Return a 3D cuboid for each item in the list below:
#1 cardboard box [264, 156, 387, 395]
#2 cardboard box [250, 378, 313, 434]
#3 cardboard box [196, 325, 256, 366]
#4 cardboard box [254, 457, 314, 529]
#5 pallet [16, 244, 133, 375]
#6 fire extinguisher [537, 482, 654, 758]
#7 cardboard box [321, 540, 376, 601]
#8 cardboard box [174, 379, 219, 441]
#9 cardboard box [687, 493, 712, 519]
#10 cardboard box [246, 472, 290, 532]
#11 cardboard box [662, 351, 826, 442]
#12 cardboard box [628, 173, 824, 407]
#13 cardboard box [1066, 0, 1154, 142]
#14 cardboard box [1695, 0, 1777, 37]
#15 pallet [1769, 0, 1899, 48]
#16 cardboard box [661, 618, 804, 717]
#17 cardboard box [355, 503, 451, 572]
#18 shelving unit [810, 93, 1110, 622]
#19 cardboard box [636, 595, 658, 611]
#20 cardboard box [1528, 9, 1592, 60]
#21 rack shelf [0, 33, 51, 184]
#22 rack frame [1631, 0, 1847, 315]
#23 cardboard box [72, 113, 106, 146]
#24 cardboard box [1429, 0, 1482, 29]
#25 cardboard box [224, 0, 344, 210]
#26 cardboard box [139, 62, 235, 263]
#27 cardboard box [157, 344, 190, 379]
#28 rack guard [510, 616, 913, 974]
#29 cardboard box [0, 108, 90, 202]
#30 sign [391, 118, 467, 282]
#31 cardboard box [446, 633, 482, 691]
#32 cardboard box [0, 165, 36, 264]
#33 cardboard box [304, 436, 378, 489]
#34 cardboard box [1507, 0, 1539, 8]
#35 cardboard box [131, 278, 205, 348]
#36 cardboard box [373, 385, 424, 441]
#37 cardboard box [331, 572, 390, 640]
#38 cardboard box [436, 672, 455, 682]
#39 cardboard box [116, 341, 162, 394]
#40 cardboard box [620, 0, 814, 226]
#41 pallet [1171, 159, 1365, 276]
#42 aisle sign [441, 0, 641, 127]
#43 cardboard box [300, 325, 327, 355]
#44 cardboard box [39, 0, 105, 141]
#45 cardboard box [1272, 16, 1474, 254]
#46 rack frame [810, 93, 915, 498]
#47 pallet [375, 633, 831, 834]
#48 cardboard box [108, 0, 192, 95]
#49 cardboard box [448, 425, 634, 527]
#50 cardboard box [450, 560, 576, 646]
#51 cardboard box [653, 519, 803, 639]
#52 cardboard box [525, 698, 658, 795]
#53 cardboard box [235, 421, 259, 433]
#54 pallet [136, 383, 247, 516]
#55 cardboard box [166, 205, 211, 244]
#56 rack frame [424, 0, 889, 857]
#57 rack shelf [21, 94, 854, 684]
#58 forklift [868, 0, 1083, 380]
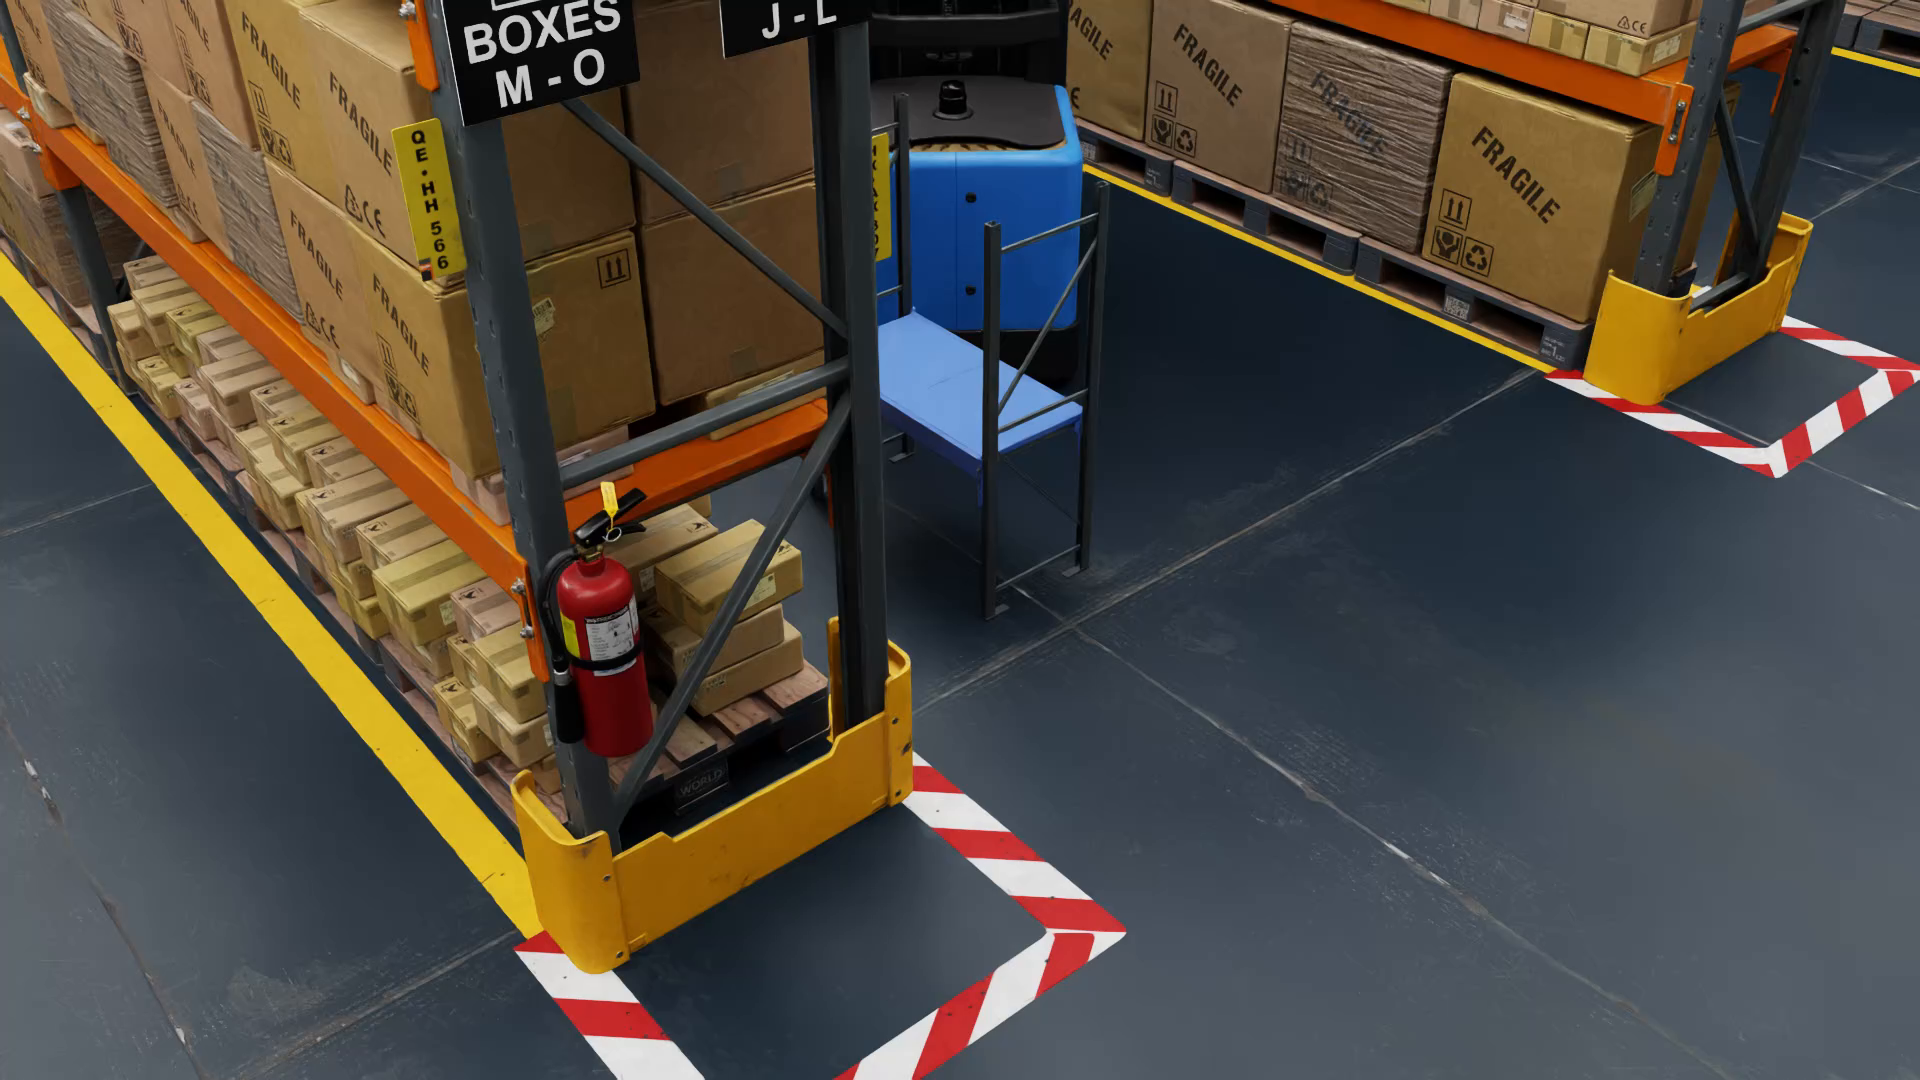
[{"bbox_3d":[-1.441,-0.770,4.398,0.500,0.500,0.500,-27,43,-32],"label":"cardboard box"},{"bbox_3d":[-2.284,-0.488,5.932,0.380,0.149,0.250,-28,44,-34],"label":"cardboard box"},{"bbox_3d":[-2.624,-0.720,6.260,0.380,0.149,0.250,-27,43,-33],"label":"cardboard box"},{"bbox_3d":[-2.216,-0.216,5.805,0.380,0.149,0.250,-26,43,-31],"label":"cardboard box"},{"bbox_3d":[-3.711,-1.247,7.829,1.003,0.211,1.213,-26,43,-32],"label":"pallet"},{"bbox_3d":[-0.816,0.191,3.775,0.296,0.674,0.183,-26,43,-32],"label":"fire extinguisher"},{"bbox_3d":[-1.865,0.015,5.479,0.380,0.149,0.250,-25,42,-31],"label":"cardboard box"},{"bbox_3d":[-2.846,-0.562,6.551,0.380,0.149,0.250,-26,43,-32],"label":"cardboard box"},{"bbox_3d":[-1.039,-0.121,5.414,0.380,0.149,0.250,-26,43,-32],"label":"cardboard box"},{"bbox_3d":[-2.350,-0.212,6.057,0.380,0.149,0.250,-27,44,-33],"label":"cardboard box"},{"bbox_3d":[-0.585,-0.439,4.492,0.380,0.149,0.250,-26,43,-32],"label":"cardboard box"},{"bbox_3d":[-0.705,-0.740,4.355,0.500,0.500,0.500,-24,42,-30],"label":"cardboard box"},{"bbox_3d":[1.012,-2.830,9.126,0.875,0.875,0.875,-26,43,-32],"label":"cardboard box"},{"bbox_3d":[3.251,-2.259,7.061,0.380,0.149,0.250,-25,43,-31],"label":"cardboard box"},{"bbox_3d":[5.726,-3.708,11.303,1.003,0.211,1.213,-26,43,-32],"label":"pallet"},{"bbox_3d":[-0.720,0.365,5.242,0.380,0.149,0.250,-25,42,-31],"label":"cardboard box"},{"bbox_3d":[-1.662,-0.003,5.248,0.380,0.149,0.250,-28,44,-33],"label":"cardboard box"},{"bbox_3d":[-0.055,-0.650,5.870,0.538,1.500,1.048,-26,43,-32],"label":"shelving unit"},{"bbox_3d":[-0.902,0.126,5.323,0.380,0.149,0.250,-26,43,-32],"label":"cardboard box"},{"bbox_3d":[2.578,-2.127,6.876,0.380,0.149,0.250,-26,43,-31],"label":"cardboard box"},{"bbox_3d":[-4.498,-2.632,7.993,1.077,0.370,4.000,-26,43,-32],"label":"rack shelf"},{"bbox_3d":[3.228,-2.081,6.594,1.000,3.000,0.127,-26,43,-32],"label":"rack frame"},{"bbox_3d":[-3.051,-1.606,6.140,0.380,0.149,0.250,-25,42,-31],"label":"cardboard box"},{"bbox_3d":[2.255,-2.350,7.190,0.380,0.149,0.250,-25,42,-31],"label":"cardboard box"},{"bbox_3d":[-1.438,-1.179,4.111,0.500,0.500,0.500,-28,44,-33],"label":"cardboard box"},{"bbox_3d":[-2.090,-1.214,5.025,0.500,0.500,0.500,-24,42,-30],"label":"cardboard box"},{"bbox_3d":[-2.986,-0.814,6.650,0.380,0.149,0.250,-26,43,-31],"label":"cardboard box"},{"bbox_3d":[-0.675,0.710,4.814,1.175,0.500,0.348,-26,43,-32],"label":"rack guard"},{"bbox_3d":[-3.881,-1.734,7.254,0.500,0.250,0.500,-27,44,-33],"label":"cardboard box"},{"bbox_3d":[-1.063,-0.679,3.339,0.100,0.325,0.005,-26,43,-32],"label":"sign"},{"bbox_3d":[-1.312,0.333,5.031,0.380,0.149,0.250,-27,43,-33],"label":"cardboard box"},{"bbox_3d":[-4.208,-1.653,7.788,0.500,0.500,0.500,-27,43,-33],"label":"cardboard box"},{"bbox_3d":[-1.964,-0.259,5.609,0.380,0.149,0.250,-28,44,-33],"label":"cardboard box"},{"bbox_3d":[2.386,-2.481,7.030,0.500,0.250,0.500,-27,43,-33],"label":"cardboard box"},{"bbox_3d":[-3.011,-0.920,6.542,0.380,0.149,0.250,-24,42,-30],"label":"cardboard box"},{"bbox_3d":[-1.358,-0.441,4.495,0.380,0.149,0.250,-26,43,-32],"label":"cardboard box"},{"bbox_3d":[-1.855,0.143,5.555,0.380,0.149,0.250,-28,44,-34],"label":"cardboard box"},{"bbox_3d":[-1.473,0.337,5.282,0.380,0.149,0.250,-26,43,-32],"label":"cardboard box"},{"bbox_3d":[-3.218,-0.769,6.844,0.380,0.149,0.250,-28,44,-34],"label":"cardboard box"},{"bbox_3d":[-0.713,-1.144,4.060,0.500,0.500,0.500,-26,43,-32],"label":"cardboard box"},{"bbox_3d":[1.869,-1.806,8.617,1.003,0.211,1.213,-26,43,-32],"label":"pallet"},{"bbox_3d":[-0.808,-1.193,3.090,0.394,0.787,0.004,-26,43,-32],"label":"aisle sign"},{"bbox_3d":[-1.688,-0.672,4.821,0.380,0.149,0.250,-28,44,-34],"label":"cardboard box"},{"bbox_3d":[-2.756,-1.676,5.677,0.500,0.500,0.500,-26,43,-32],"label":"cardboard box"},{"bbox_3d":[2.167,-2.040,8.010,0.875,0.875,0.875,-26,43,-32],"label":"cardboard box"},{"bbox_3d":[-0.383,-0.874,6.187,0.500,1.500,0.032,-26,43,-32],"label":"rack frame"},{"bbox_3d":[-1.172,0.456,5.423,1.003,0.211,1.213,-26,43,-32],"label":"pallet"},{"bbox_3d":[-2.125,-1.638,4.758,0.500,0.500,0.500,-28,44,-33],"label":"cardboard box"},{"bbox_3d":[-1.052,-0.212,4.171,0.380,0.149,0.250,-26,43,-32],"label":"cardboard box"},{"bbox_3d":[-1.280,0.202,4.959,0.380,0.149,0.250,-25,42,-31],"label":"cardboard box"},{"bbox_3d":[-0.705,0.115,5.081,0.380,0.149,0.250,-28,44,-34],"label":"cardboard box"},{"bbox_3d":[-1.125,0.561,4.965,0.380,0.149,0.250,-25,42,-31],"label":"cardboard box"},{"bbox_3d":[-2.470,-0.469,6.163,0.380,0.149,0.250,-24,42,-30],"label":"cardboard box"},{"bbox_3d":[-2.747,-0.621,6.944,1.003,0.211,1.213,-26,43,-32],"label":"pallet"},{"bbox_3d":[-2.388,-1.129,5.466,0.380,0.149,0.250,-24,42,-30],"label":"cardboard box"},{"bbox_3d":[-0.626,-0.276,4.044,1.000,3.000,0.127,-26,43,-32],"label":"rack frame"},{"bbox_3d":[-1.917,-0.866,5.499,1.077,0.370,4.000,-26,43,-32],"label":"rack shelf"},{"bbox_3d":[-0.069,-2.685,7.505,1.130,2.935,3.031,-1,35,-2],"label":"forklift"}]
